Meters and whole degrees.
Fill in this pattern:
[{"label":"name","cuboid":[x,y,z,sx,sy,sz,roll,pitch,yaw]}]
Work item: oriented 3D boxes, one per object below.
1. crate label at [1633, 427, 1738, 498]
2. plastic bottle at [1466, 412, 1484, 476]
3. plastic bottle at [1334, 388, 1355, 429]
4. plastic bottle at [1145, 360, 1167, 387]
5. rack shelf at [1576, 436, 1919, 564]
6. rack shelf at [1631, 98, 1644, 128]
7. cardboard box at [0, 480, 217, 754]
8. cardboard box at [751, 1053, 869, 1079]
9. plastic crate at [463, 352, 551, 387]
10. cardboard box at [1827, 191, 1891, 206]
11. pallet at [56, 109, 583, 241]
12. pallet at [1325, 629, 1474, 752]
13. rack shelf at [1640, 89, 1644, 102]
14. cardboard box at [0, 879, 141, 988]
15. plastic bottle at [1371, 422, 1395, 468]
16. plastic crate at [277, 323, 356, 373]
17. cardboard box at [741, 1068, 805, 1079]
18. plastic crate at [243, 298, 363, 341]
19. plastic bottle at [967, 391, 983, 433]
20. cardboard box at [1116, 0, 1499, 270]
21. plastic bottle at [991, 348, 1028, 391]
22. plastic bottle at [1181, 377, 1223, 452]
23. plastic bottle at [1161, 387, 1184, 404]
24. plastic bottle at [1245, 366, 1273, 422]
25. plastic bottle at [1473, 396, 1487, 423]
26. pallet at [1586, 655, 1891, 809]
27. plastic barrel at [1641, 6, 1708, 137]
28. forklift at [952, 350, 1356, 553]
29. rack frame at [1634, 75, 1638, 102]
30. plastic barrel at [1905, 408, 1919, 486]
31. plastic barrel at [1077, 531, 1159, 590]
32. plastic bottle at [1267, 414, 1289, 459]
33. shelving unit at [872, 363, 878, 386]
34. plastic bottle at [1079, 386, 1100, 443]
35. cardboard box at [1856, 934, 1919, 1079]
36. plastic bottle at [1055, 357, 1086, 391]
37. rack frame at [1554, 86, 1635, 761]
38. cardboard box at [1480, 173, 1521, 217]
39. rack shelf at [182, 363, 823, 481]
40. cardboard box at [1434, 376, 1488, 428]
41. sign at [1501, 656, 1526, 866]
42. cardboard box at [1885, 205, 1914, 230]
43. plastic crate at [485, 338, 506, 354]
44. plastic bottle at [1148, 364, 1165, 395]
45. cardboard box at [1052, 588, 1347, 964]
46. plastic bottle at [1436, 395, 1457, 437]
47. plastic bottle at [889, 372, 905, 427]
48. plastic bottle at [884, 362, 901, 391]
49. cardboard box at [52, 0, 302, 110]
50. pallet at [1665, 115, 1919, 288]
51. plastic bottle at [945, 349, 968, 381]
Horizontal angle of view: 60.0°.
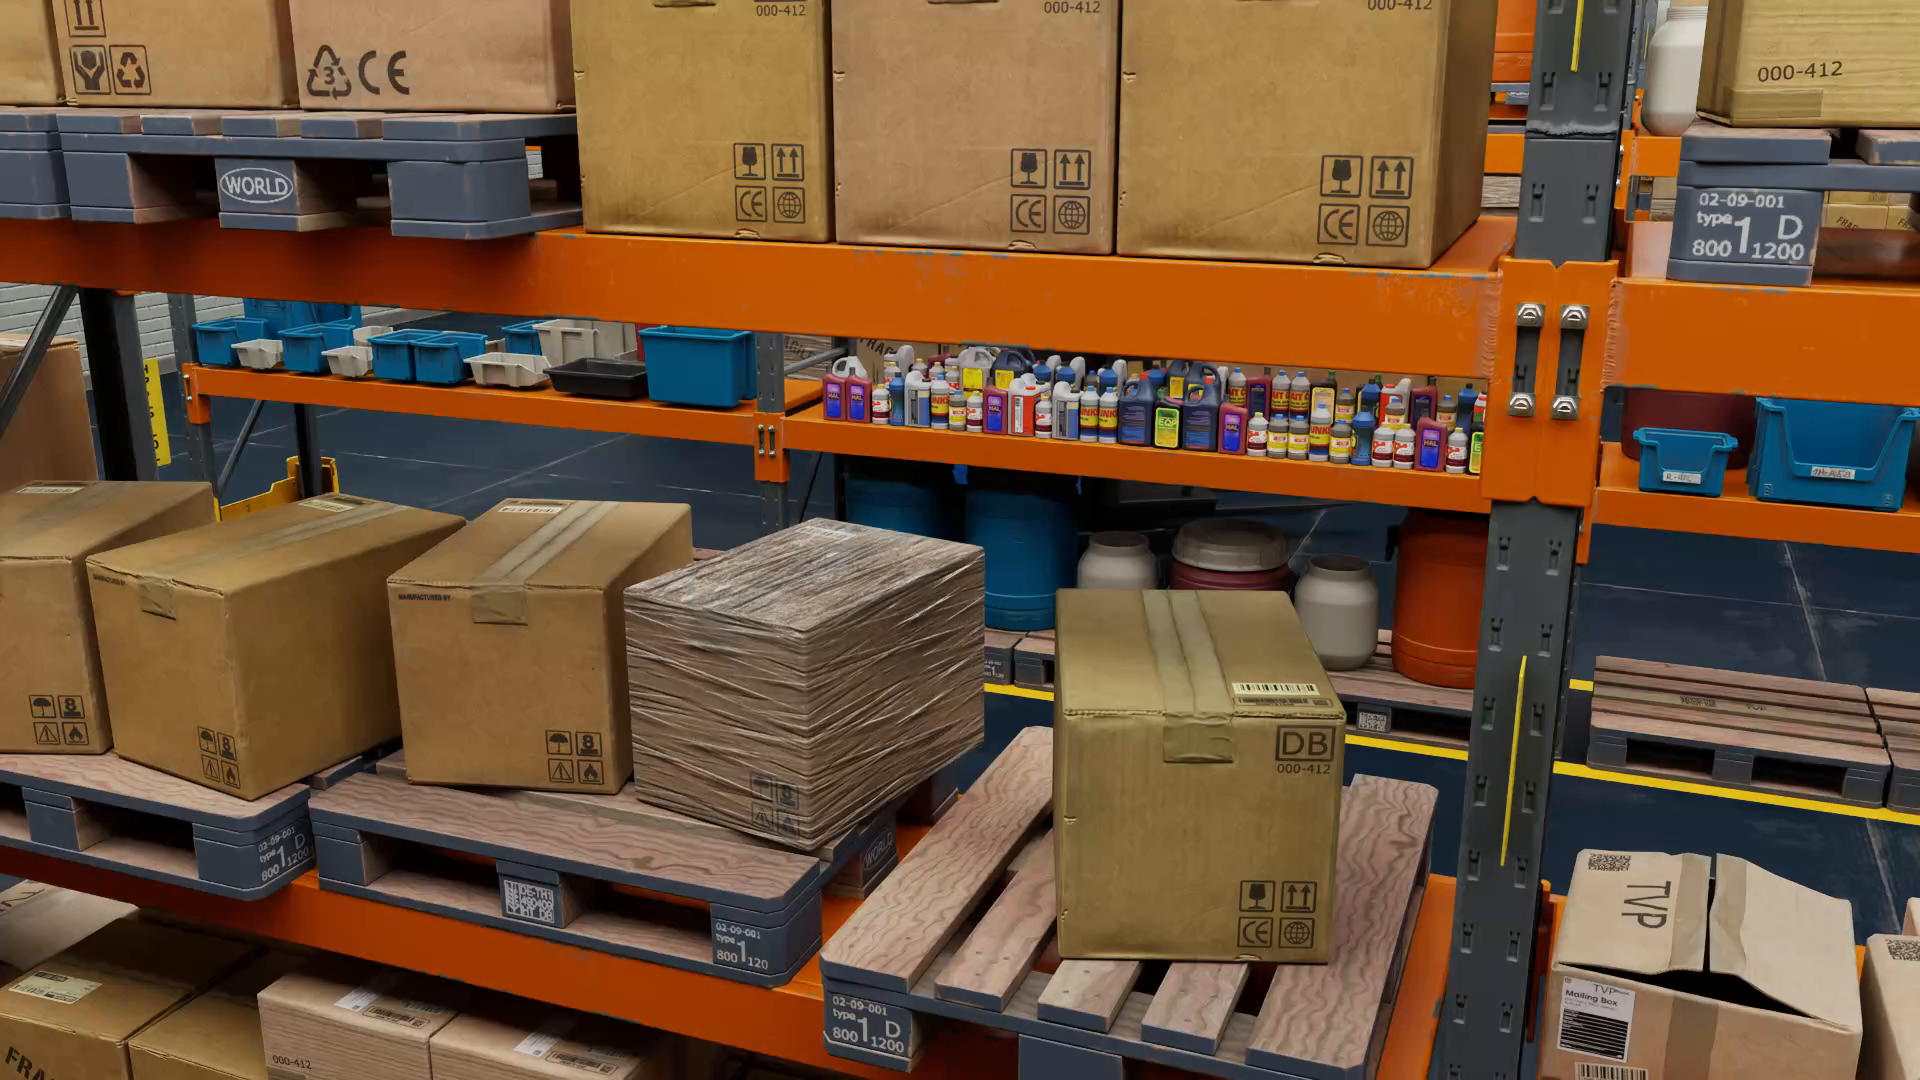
[{"label":"crate label","cuboid":[3.147,-0.336,7.250,0.416,0.233,0.303,6,17,21]},{"label":"plastic bottle","cuboid":[2.360,-0.431,7.487,0.133,0.283,0.061,6,17,21]},{"label":"plastic bottle","cuboid":[1.956,-0.669,8.454,0.097,0.201,0.097,0,16,0]},{"label":"plastic bottle","cuboid":[1.039,-0.815,8.809,0.133,0.283,0.061,6,17,21]},{"label":"rack shelf","cuboid":[4.753,-0.006,7.105,4.000,0.370,1.077,6,17,21]},{"label":"rack shelf","cuboid":[6.570,-2.731,11.112,4.000,0.370,1.077,6,17,21]},{"label":"cardboard box","cuboid":[-2.291,0.176,4.256,0.500,0.500,0.700,1,16,2]},{"label":"cardboard box","cuboid":[-0.201,1.492,4.349,0.500,0.500,0.500,6,17,20]},{"label":"plastic crate","cuboid":[-2.559,-0.968,9.492,0.466,0.136,0.293,6,17,21]},{"label":"cardboard box","cuboid":[8.462,-3.441,15.674,0.500,0.500,0.700,6,17,20]},{"label":"pallet","cuboid":[-1.103,-0.841,3.648,1.003,0.211,1.213,6,17,21]},{"label":"pallet","cuboid":[2.144,0.713,8.339,1.213,0.211,1.003,6,17,21]},{"label":"rack shelf","cuboid":[8.484,-4.007,15.507,4.000,0.370,1.077,6,17,21]},{"label":"cardboard box","cuboid":[-2.961,1.300,5.350,0.500,0.311,0.500,6,17,21]},{"label":"plastic bottle","cuboid":[1.954,-0.442,7.671,0.097,0.201,0.097,0,16,0]},{"label":"plastic crate","cuboid":[-3.828,-1.145,9.930,0.300,0.233,0.416,6,17,21]},{"label":"cardboard box","cuboid":[-0.366,1.629,3.875,0.500,0.500,0.500,6,17,19]},{"label":"plastic crate","cuboid":[-4.169,-1.435,10.564,0.499,0.435,0.616,6,17,21]},{"label":"plastic bottle","cuboid":[0.082,-0.648,8.380,0.097,0.201,0.097,0,16,0]},{"label":"cardboard box","cuboid":[0.653,-0.796,2.977,0.500,0.500,0.910,6,17,21]},{"label":"plastic bottle","cuboid":[0.266,-0.876,8.900,0.185,0.351,0.144,6,17,21]},{"label":"plastic bottle","cuboid":[1.164,-0.607,7.974,0.185,0.351,0.144,6,17,21]},{"label":"plastic bottle","cuboid":[1.023,-0.596,8.056,0.133,0.283,0.061,6,17,21]},{"label":"plastic bottle","cuboid":[1.550,-0.758,8.615,0.133,0.283,0.061,6,17,21]},{"label":"plastic bottle","cuboid":[2.553,-0.585,8.032,0.135,0.276,0.152,6,17,21]},{"label":"pallet","cuboid":[3.599,0.872,7.791,1.213,0.211,1.003,6,17,21]},{"label":"plastic barrel","cuboid":[3.069,-1.939,6.893,0.421,0.512,0.421,0,16,0]},{"label":"forklift","cuboid":[1.130,-1.463,10.957,3.031,2.935,1.130,-3,16,-10]},{"label":"rack frame","cuboid":[4.710,-1.841,12.134,0.127,3.000,1.000,6,17,21]},{"label":"plastic barrel","cuboid":[4.320,-0.517,7.374,0.421,0.512,0.421,0,16,0]},{"label":"plastic barrel","cuboid":[0.823,0.241,8.672,0.421,0.512,0.421,0,16,0]},{"label":"plastic bottle","cuboid":[1.501,-0.491,7.843,0.097,0.201,0.097,0,16,0]},{"label":"shelving unit","cuboid":[-0.458,-0.554,10.929,0.189,1.200,0.258,-3,16,-10]},{"label":"plastic bottle","cuboid":[0.637,-0.620,8.160,0.097,0.271,0.097,0,16,0]},{"label":"cardboard box","cuboid":[1.833,0.913,2.810,0.500,0.311,0.500,6,17,20]},{"label":"plastic bottle","cuboid":[0.591,-0.847,8.932,0.135,0.276,0.152,6,17,21]},{"label":"rack frame","cuboid":[2.893,-0.556,7.710,0.127,3.000,1.000,6,17,21]},{"label":"cardboard box","cuboid":[4.036,-2.450,12.253,0.637,0.503,0.797,7,18,23]},{"label":"rack shelf","cuboid":[-2.689,-0.825,9.924,4.000,0.370,1.077,6,17,21]},{"label":"cardboard box","cuboid":[4.076,-1.098,12.634,0.875,0.875,1.225,5,17,18]},{"label":"sign","cuboid":[0.881,0.352,2.647,0.005,0.325,0.100,6,17,21]},{"label":"cardboard box","cuboid":[8.821,-2.843,15.408,0.500,0.500,0.500,6,17,21]},{"label":"plastic crate","cuboid":[-2.910,-1.159,10.152,0.250,0.136,0.298,6,17,21]},{"label":"plastic bottle","cuboid":[1.026,-0.787,8.734,0.097,0.271,0.097,0,16,0]},{"label":"cardboard box","cuboid":[0.444,0.443,3.334,0.500,0.500,0.700,1,16,2]},{"label":"plastic bottle","cuboid":[2.420,-0.618,8.278,0.097,0.201,0.097,0,16,0]},{"label":"plastic bottle","cuboid":[-0.315,-0.725,8.521,0.097,0.271,0.097,0,16,0]},{"label":"plastic bottle","cuboid":[-0.372,-0.879,9.179,0.097,0.201,0.097,0,16,0]},{"label":"cardboard box","cuboid":[-1.578,-1.286,3.732,0.600,0.600,0.600,6,17,20]},{"label":"pallet","cuboid":[1.736,-0.576,2.735,1.003,0.211,1.213,7,18,23]},{"label":"plastic bottle","cuboid":[-0.003,-0.912,9.157,0.135,0.276,0.152,6,17,21]}]
